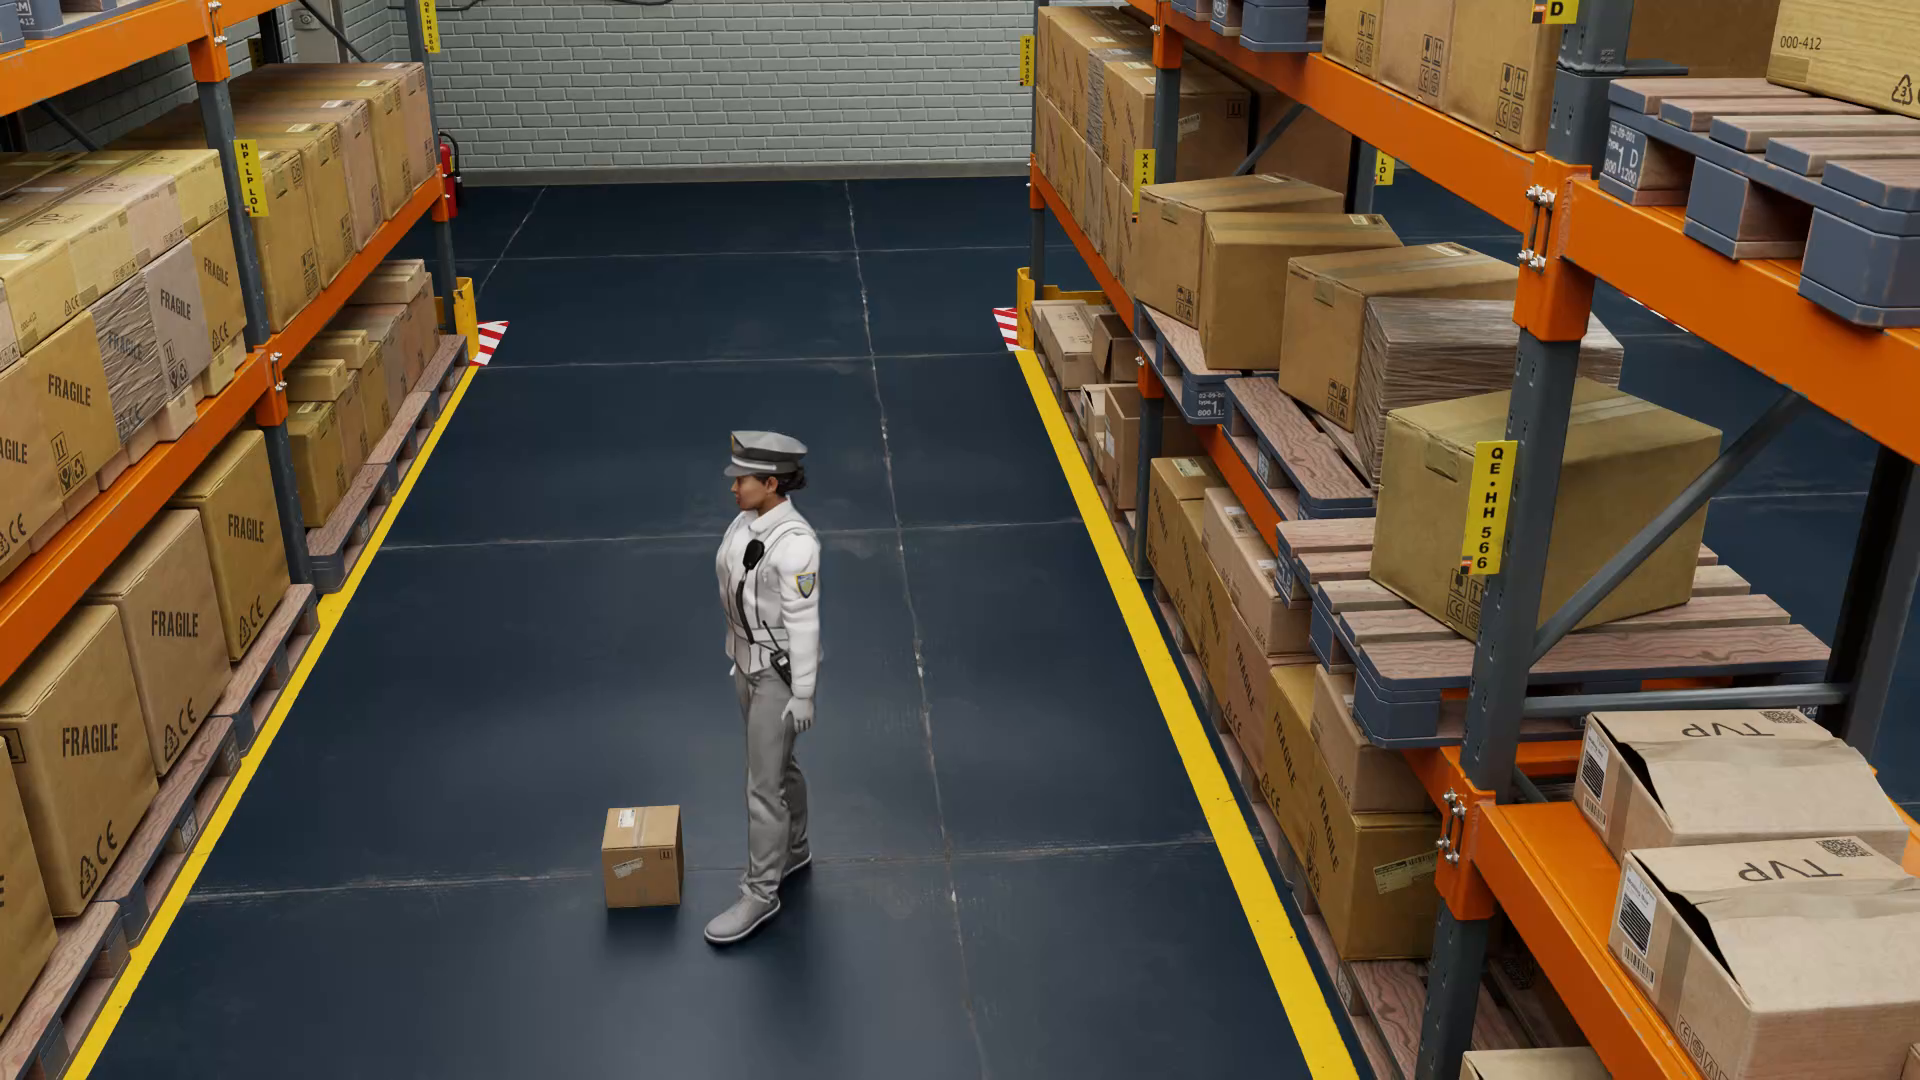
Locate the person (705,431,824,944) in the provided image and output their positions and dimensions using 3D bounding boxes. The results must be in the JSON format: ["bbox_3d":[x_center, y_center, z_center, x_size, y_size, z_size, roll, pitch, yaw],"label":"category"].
[{"bbox_3d":[-0.715,0.461,5.523,0.528,1.686,0.530,-12,27,-25],"label":"person"}]
